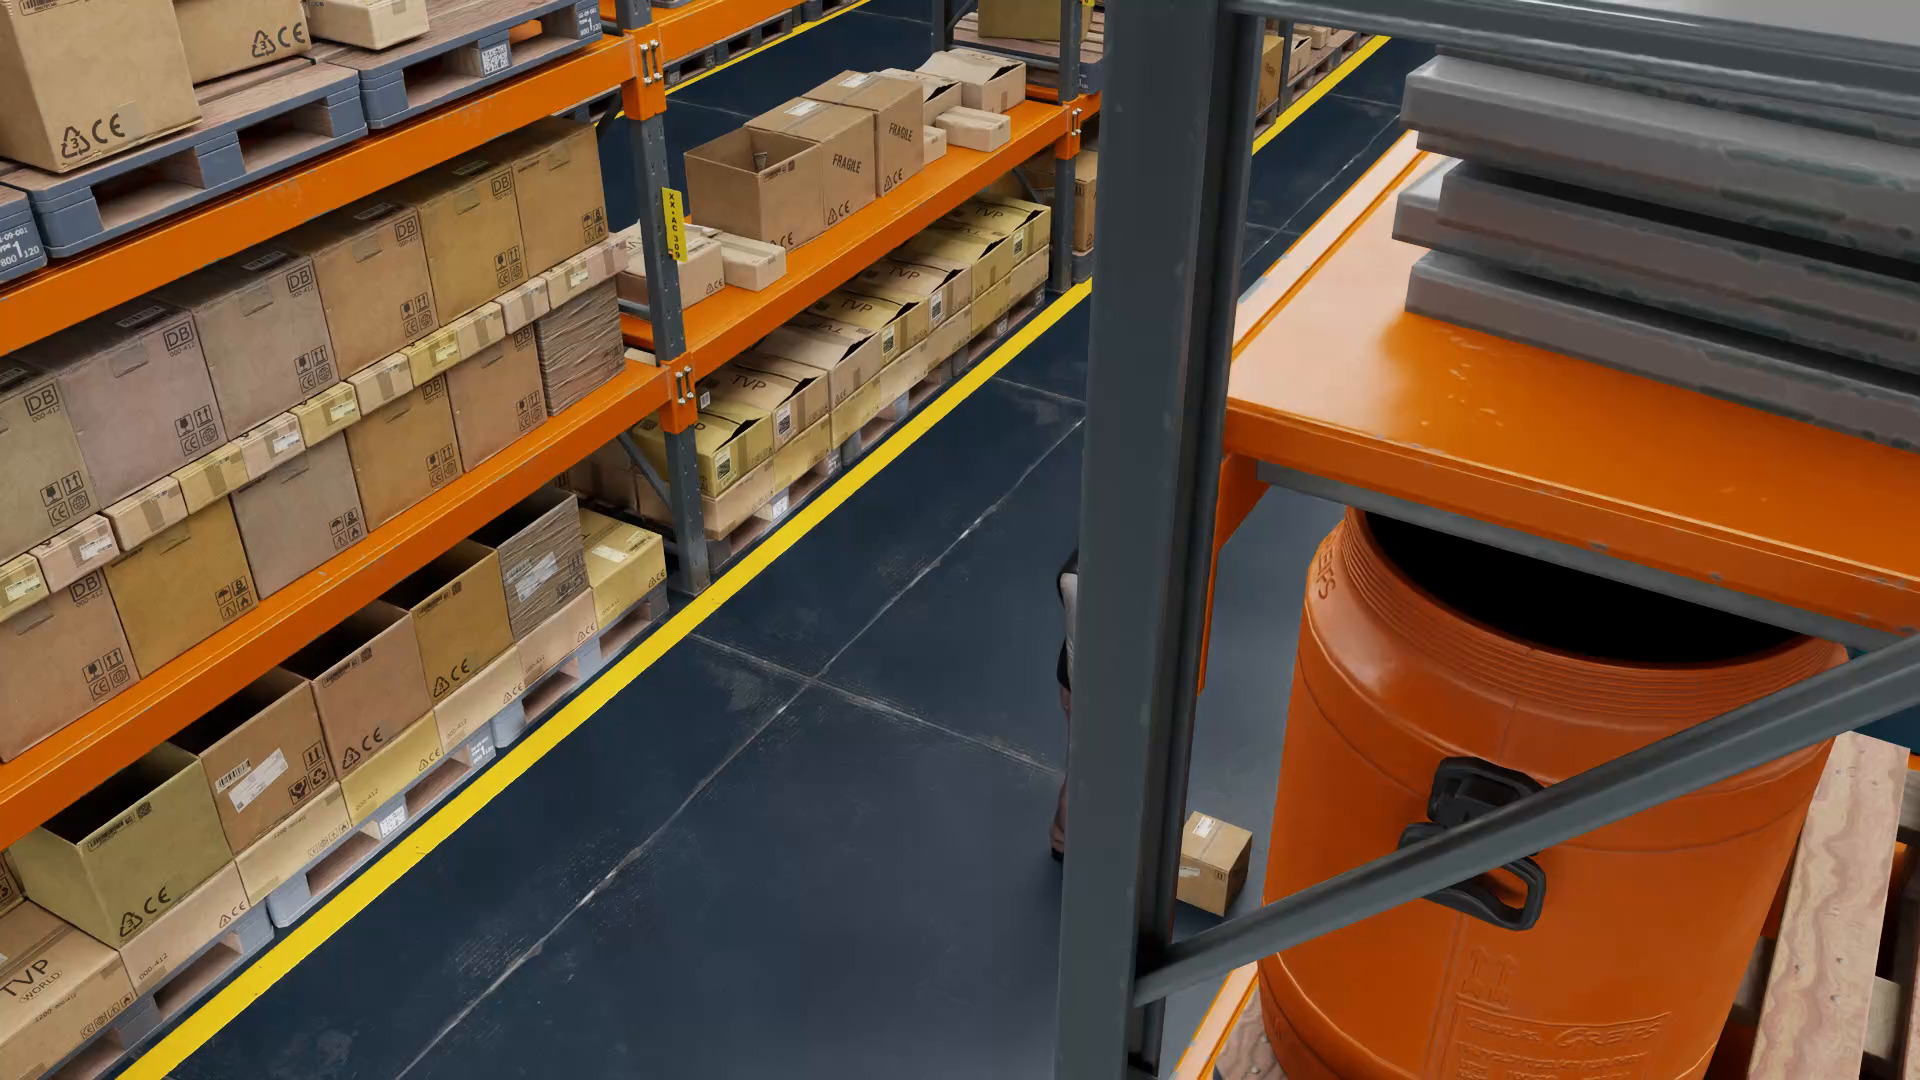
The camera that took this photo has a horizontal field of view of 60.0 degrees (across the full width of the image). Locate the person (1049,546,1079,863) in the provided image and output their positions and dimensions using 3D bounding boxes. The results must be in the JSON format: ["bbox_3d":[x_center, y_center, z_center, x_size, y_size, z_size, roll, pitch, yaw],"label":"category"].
[{"bbox_3d":[0.579,0.529,6.383,0.358,1.716,0.531,19,38,25],"label":"person"}]
